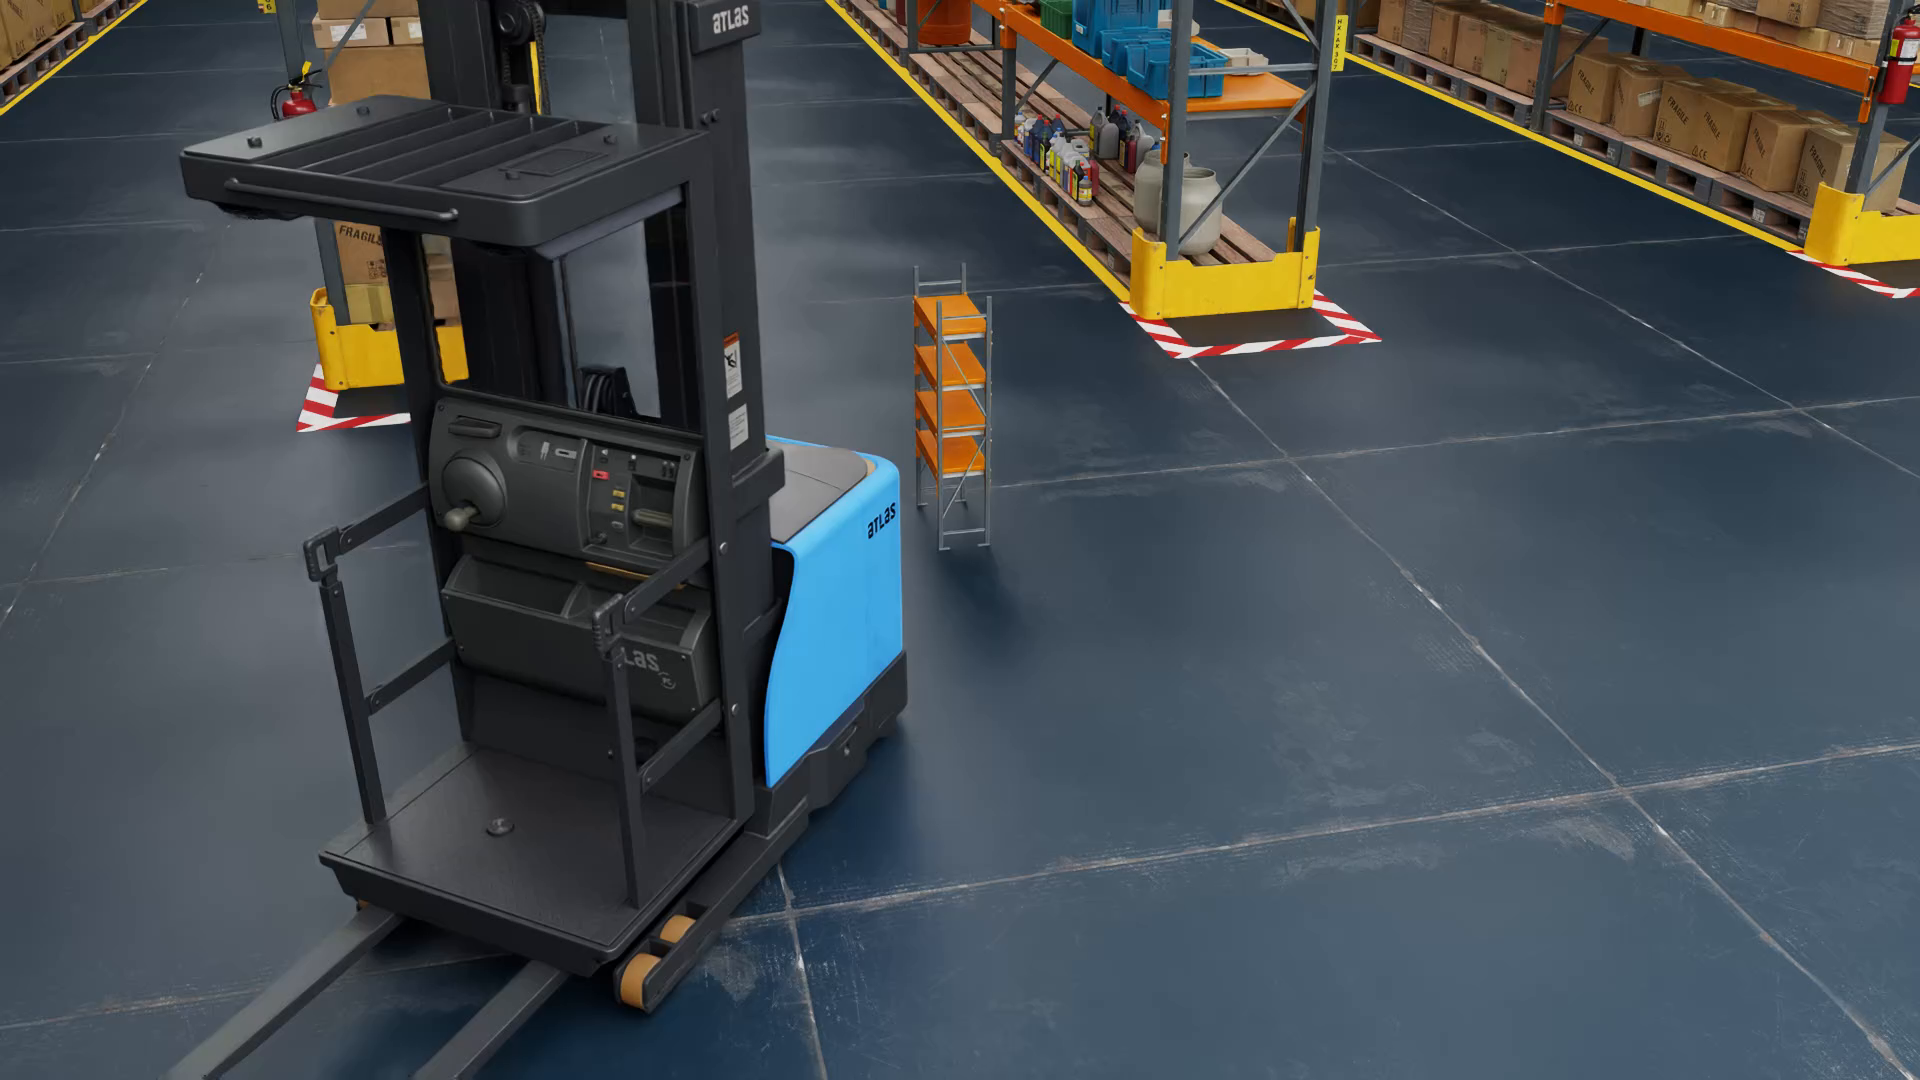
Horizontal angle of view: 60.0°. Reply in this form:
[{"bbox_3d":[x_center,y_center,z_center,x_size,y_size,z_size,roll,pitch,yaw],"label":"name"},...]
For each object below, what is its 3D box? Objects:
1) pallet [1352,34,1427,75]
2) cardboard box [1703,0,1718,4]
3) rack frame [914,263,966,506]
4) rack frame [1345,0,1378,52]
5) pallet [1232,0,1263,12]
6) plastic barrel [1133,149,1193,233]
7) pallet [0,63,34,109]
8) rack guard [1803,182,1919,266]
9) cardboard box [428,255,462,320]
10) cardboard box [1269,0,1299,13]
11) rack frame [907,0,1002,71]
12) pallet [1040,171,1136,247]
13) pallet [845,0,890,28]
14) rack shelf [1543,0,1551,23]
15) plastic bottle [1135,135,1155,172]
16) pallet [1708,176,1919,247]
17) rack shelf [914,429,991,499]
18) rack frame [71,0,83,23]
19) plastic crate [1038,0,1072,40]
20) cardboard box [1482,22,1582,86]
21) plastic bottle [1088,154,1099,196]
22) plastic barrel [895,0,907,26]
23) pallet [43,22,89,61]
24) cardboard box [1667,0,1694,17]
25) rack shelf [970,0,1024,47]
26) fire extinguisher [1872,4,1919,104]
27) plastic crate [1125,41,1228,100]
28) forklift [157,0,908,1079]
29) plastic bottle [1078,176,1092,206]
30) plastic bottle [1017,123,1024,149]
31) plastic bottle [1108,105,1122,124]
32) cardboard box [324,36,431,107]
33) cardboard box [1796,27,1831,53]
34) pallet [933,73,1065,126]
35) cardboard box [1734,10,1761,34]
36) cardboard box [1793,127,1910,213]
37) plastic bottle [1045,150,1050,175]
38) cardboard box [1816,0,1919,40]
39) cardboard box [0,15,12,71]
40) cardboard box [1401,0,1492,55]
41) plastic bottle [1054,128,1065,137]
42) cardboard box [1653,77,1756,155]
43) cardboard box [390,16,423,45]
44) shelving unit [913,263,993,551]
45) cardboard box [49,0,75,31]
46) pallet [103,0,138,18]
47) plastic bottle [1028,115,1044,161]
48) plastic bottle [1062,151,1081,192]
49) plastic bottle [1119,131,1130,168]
[{"bbox_3d":[4.948,-5.257,17.930,1.003,0.211,1.213,-6,27,-12],"label":"pallet"},{"bbox_3d":[6.078,-4.406,12.710,0.875,0.500,0.500,-6,27,-12],"label":"cardboard box"},{"bbox_3d":[-0.092,-0.715,7.836,0.240,1.200,0.015,-6,27,-12],"label":"rack frame"},{"bbox_3d":[4.774,-6.845,17.982,1.000,3.000,0.127,-6,27,-12],"label":"rack frame"},{"bbox_3d":[4.120,-7.025,21.433,1.003,0.211,1.213,-6,27,-12],"label":"pallet"},{"bbox_3d":[1.415,-2.408,11.486,0.421,0.512,0.421,0,27,0],"label":"plastic barrel"},{"bbox_3d":[-9.808,-4.445,16.321,1.003,0.211,1.213,-6,27,-12],"label":"pallet"},{"bbox_3d":[6.559,-2.250,11.653,1.175,0.500,0.348,-6,27,-12],"label":"rack guard"},{"bbox_3d":[-2.980,-1.546,10.070,0.500,0.250,0.500,-6,27,-12],"label":"cardboard box"},{"bbox_3d":[4.445,-6.781,19.747,1.225,0.875,0.875,-6,27,-11],"label":"cardboard box"},{"bbox_3d":[-0.052,-6.342,16.985,1.000,3.000,0.127,-6,27,-12],"label":"rack frame"},{"bbox_3d":[1.239,-2.505,12.479,1.003,0.211,1.213,-6,27,-12],"label":"pallet"},{"bbox_3d":[-0.820,-6.510,20.413,1.003,0.211,1.213,-6,27,-12],"label":"pallet"},{"bbox_3d":[5.224,-5.645,16.404,1.077,0.370,4.000,-6,27,-12],"label":"rack shelf"},{"bbox_3d":[1.424,-3.015,12.929,0.152,0.276,0.135,-5,27,-11],"label":"plastic bottle"},{"bbox_3d":[6.411,-2.481,12.432,1.003,0.211,1.213,-6,27,-12],"label":"pallet"},{"bbox_3d":[-0.037,-0.371,7.743,0.258,0.148,0.480,-6,27,-12],"label":"rack shelf"},{"bbox_3d":[-10.605,-7.092,18.471,1.000,3.000,0.127,-6,27,-12],"label":"rack frame"},{"bbox_3d":[0.880,-3.866,12.316,0.450,0.188,0.662,-6,27,-12],"label":"plastic crate"},{"bbox_3d":[5.469,-4.652,15.924,0.700,0.500,0.500,-6,27,-12],"label":"cardboard box"},{"bbox_3d":[0.984,-2.700,12.296,0.061,0.283,0.133,-6,27,-12],"label":"plastic bottle"},{"bbox_3d":[-0.433,-6.161,18.838,0.600,0.588,0.708,-6,27,-12],"label":"plastic barrel"},{"bbox_3d":[-10.358,-5.516,18.444,1.003,0.211,1.213,-6,27,-12],"label":"pallet"},{"bbox_3d":[5.782,-4.194,13.010,0.380,0.149,0.250,-6,27,-12],"label":"cardboard box"},{"bbox_3d":[0.399,-5.142,15.408,1.077,0.370,4.000,-6,27,-12],"label":"rack shelf"},{"bbox_3d":[6.153,-3.201,10.849,0.296,0.674,0.183,-6,27,-12],"label":"fire extinguisher"},{"bbox_3d":[1.347,-2.953,10.436,0.499,0.251,0.616,-6,27,-12],"label":"plastic crate"},{"bbox_3d":[-1.273,-0.128,4.750,1.130,2.935,3.031,12,29,22],"label":"forklift"},{"bbox_3d":[0.910,-2.539,12.068,0.097,0.201,0.097,0,27,0],"label":"plastic bottle"},{"bbox_3d":[0.517,-3.304,13.584,0.097,0.201,0.097,0,27,0],"label":"plastic bottle"},{"bbox_3d":[1.276,-3.346,13.502,0.144,0.351,0.185,-7,28,-13],"label":"plastic bottle"},{"bbox_3d":[-3.168,-2.579,9.420,0.700,0.500,0.500,-6,27,-12],"label":"cardboard box"},{"bbox_3d":[6.149,-3.539,11.711,0.380,0.149,0.250,-6,27,-12],"label":"cardboard box"},{"bbox_3d":[0.356,-4.218,15.873,1.003,0.211,1.213,-6,27,-12],"label":"pallet"},{"bbox_3d":[6.014,-3.872,12.370,0.380,0.149,0.250,-6,27,-12],"label":"cardboard box"},{"bbox_3d":[6.452,-2.680,12.039,0.500,0.500,0.500,-1,27,-2],"label":"cardboard box"},{"bbox_3d":[0.711,-2.927,12.837,0.097,0.201,0.097,0,27,0],"label":"plastic bottle"},{"bbox_3d":[6.479,-3.754,11.418,0.875,0.500,0.500,-6,27,-12],"label":"cardboard box"},{"bbox_3d":[-9.742,-4.900,16.048,0.750,0.750,0.750,-6,27,-12],"label":"cardboard box"},{"bbox_3d":[5.082,-5.391,17.387,0.700,0.500,0.500,-8,28,-16],"label":"cardboard box"},{"bbox_3d":[0.778,-3.116,13.134,0.097,0.271,0.097,0,27,0],"label":"plastic bottle"},{"bbox_3d":[6.079,-3.465,13.595,0.500,0.500,0.500,-8,28,-16],"label":"cardboard box"},{"bbox_3d":[-2.954,-2.857,9.250,0.380,0.149,0.250,-6,27,-12],"label":"cardboard box"},{"bbox_3d":[-0.037,-0.608,7.624,0.258,1.200,0.503,-6,27,-12],"label":"shelving unit"},{"bbox_3d":[-10.332,-6.047,18.322,0.750,0.750,0.750,-6,27,-11],"label":"cardboard box"},{"bbox_3d":[-10.979,-6.725,20.840,1.003,0.211,1.213,-6,27,-12],"label":"pallet"},{"bbox_3d":[0.627,-3.203,13.218,0.144,0.351,0.185,-5,27,-10],"label":"plastic bottle"},{"bbox_3d":[0.849,-2.746,12.396,0.152,0.276,0.135,-7,28,-13],"label":"plastic bottle"},{"bbox_3d":[1.297,-3.068,13.026,0.061,0.283,0.133,-6,27,-12],"label":"plastic bottle"}]
